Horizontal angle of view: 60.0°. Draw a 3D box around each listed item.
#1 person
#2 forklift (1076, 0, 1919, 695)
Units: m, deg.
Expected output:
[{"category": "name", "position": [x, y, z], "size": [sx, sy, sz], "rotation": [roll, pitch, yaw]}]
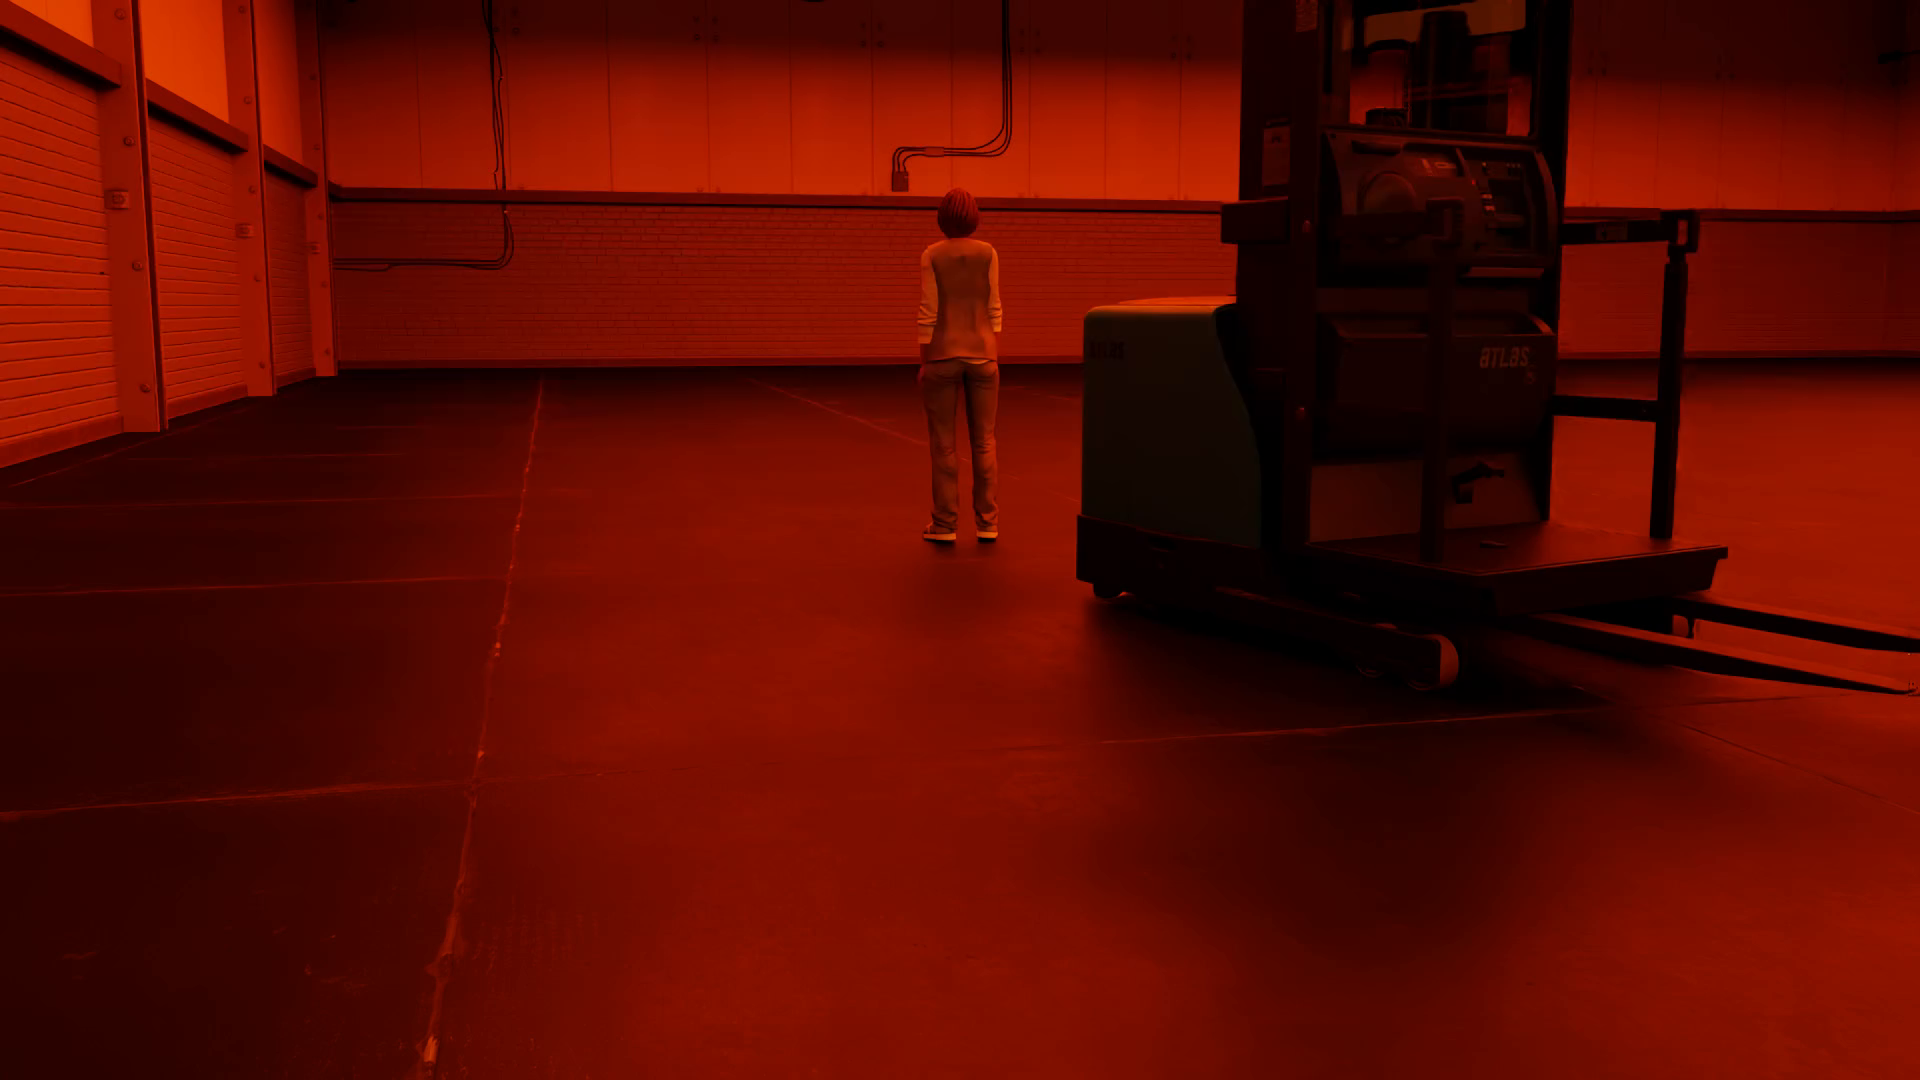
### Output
[{"category": "person", "position": [-0.003, -0.791, 7.596], "size": [0.409, 1.602, 0.327], "rotation": [-2, 8, -13]}, {"category": "forklift", "position": [1.611, -1.098, 4.980], "size": [1.130, 2.935, 3.031], "rotation": [-5, 9, -30]}]
